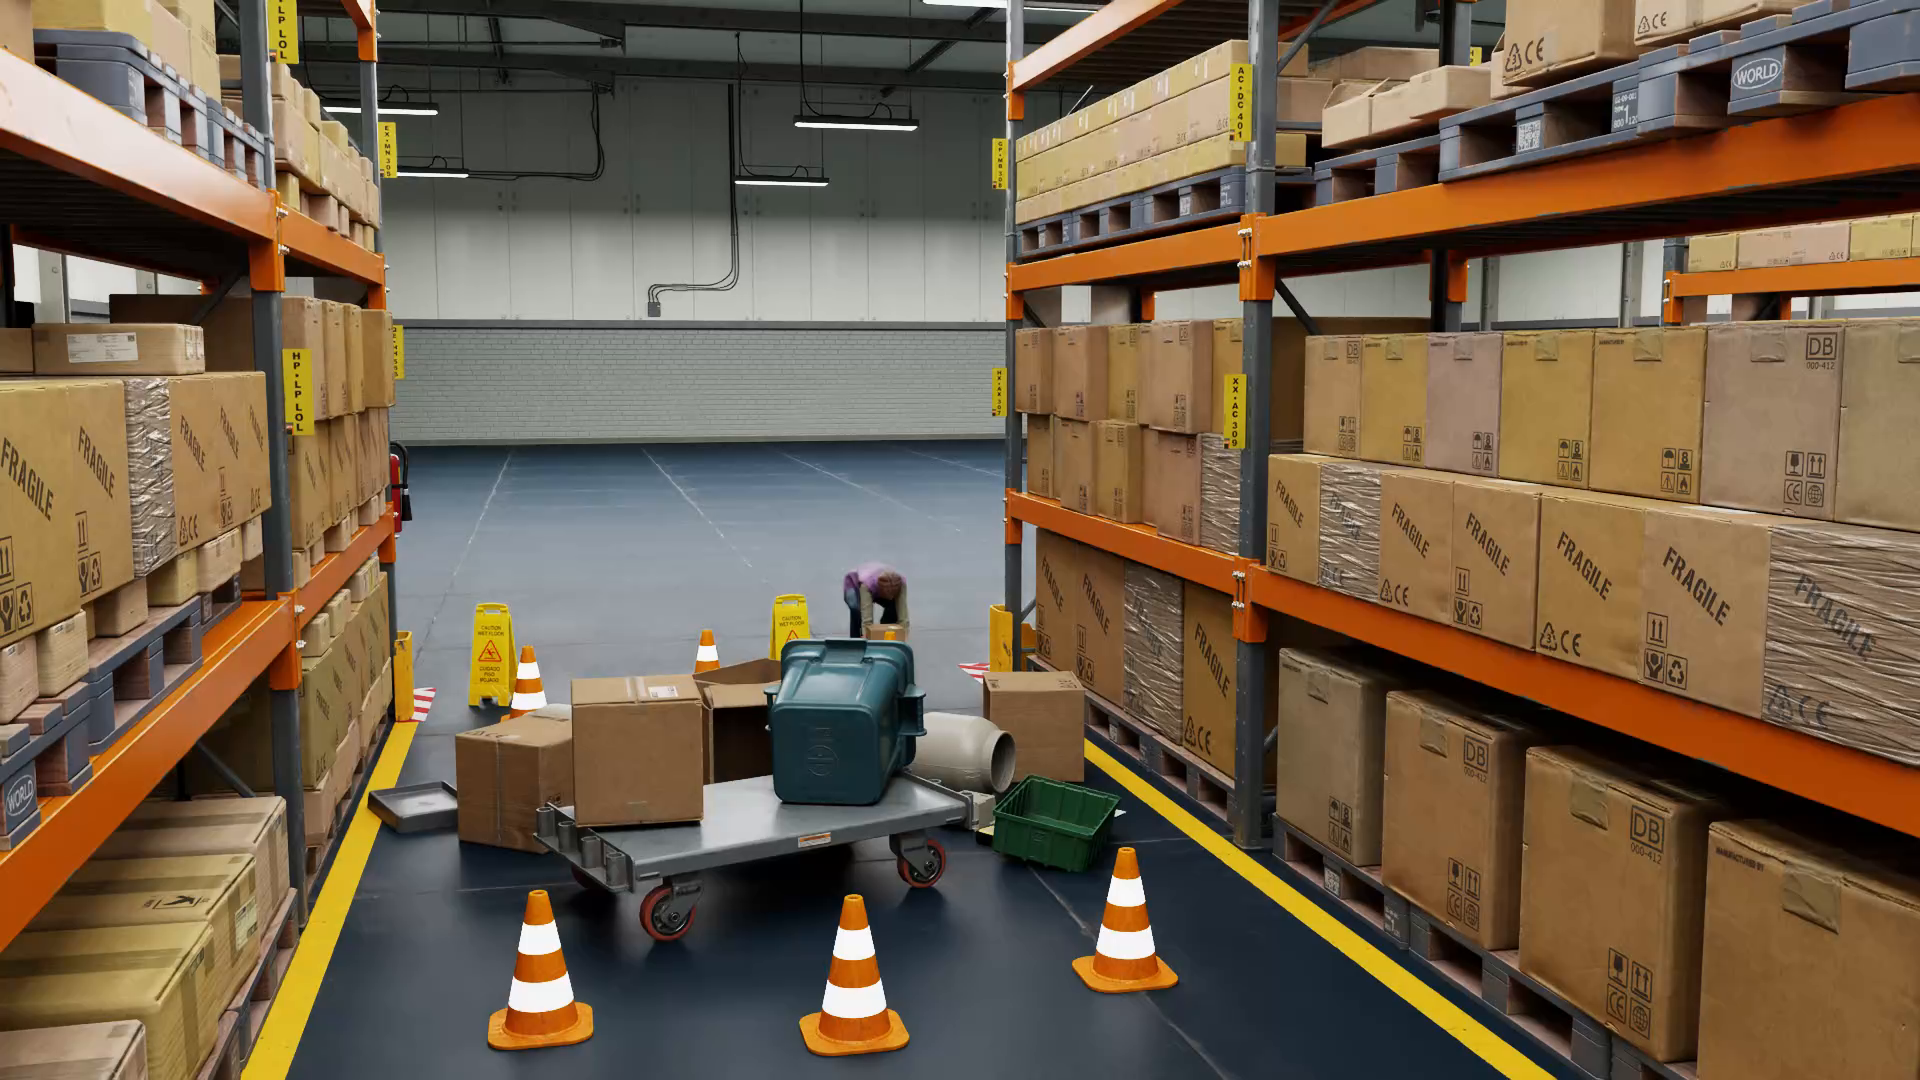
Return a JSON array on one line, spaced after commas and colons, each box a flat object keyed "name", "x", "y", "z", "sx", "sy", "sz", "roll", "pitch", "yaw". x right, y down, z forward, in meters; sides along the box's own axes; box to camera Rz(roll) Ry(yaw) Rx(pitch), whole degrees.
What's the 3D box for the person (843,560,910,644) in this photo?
[{"name": "person", "x": -0.630, "y": 0.523, "z": 12.444, "sx": 0.422, "sy": 0.709, "sz": 0.866, "roll": -2, "pitch": 7, "yaw": -15}]
